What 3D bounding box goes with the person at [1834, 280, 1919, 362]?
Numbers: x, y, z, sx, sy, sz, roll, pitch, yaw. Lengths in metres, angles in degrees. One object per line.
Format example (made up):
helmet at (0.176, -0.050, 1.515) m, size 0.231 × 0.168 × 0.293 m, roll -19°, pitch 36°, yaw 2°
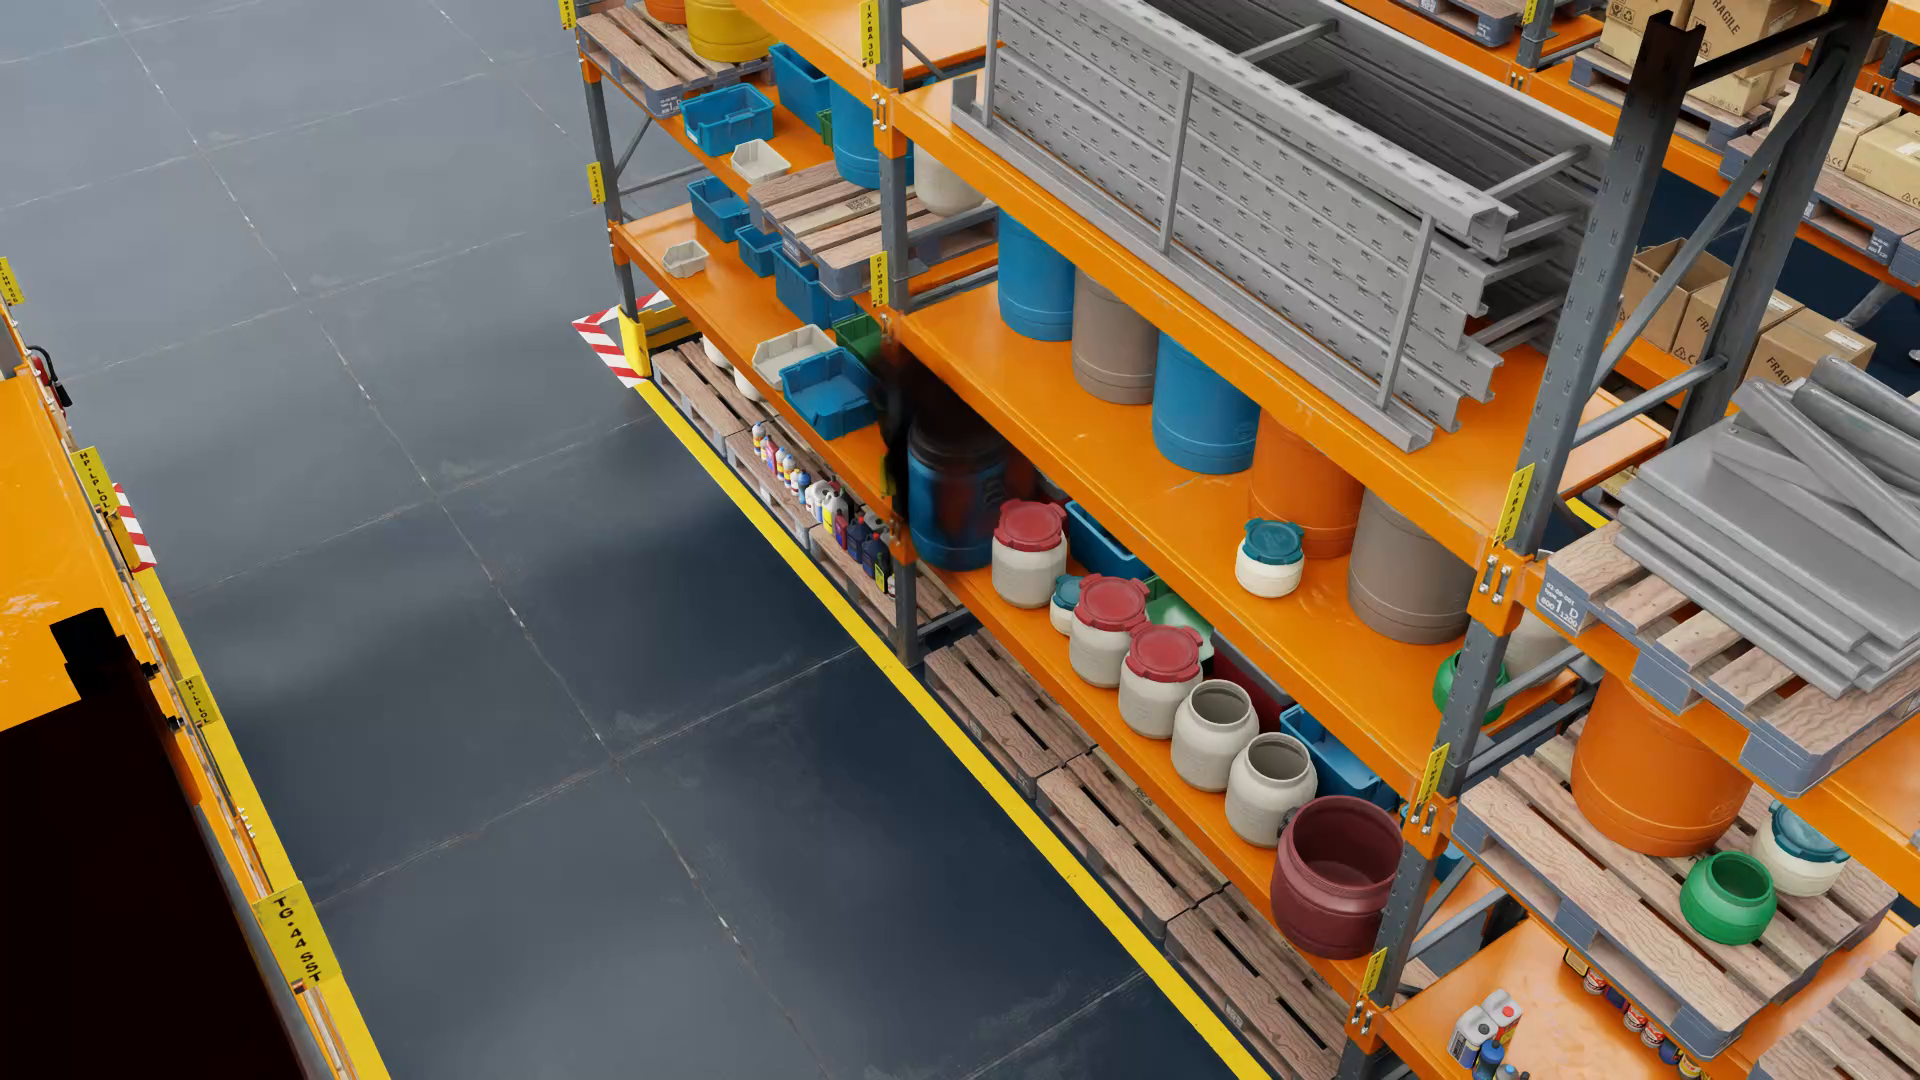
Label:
person at (7.411, -2.160, 12.889) m, size 0.435 × 1.622 × 1.022 m, roll -32°, pitch 52°, yaw -30°
